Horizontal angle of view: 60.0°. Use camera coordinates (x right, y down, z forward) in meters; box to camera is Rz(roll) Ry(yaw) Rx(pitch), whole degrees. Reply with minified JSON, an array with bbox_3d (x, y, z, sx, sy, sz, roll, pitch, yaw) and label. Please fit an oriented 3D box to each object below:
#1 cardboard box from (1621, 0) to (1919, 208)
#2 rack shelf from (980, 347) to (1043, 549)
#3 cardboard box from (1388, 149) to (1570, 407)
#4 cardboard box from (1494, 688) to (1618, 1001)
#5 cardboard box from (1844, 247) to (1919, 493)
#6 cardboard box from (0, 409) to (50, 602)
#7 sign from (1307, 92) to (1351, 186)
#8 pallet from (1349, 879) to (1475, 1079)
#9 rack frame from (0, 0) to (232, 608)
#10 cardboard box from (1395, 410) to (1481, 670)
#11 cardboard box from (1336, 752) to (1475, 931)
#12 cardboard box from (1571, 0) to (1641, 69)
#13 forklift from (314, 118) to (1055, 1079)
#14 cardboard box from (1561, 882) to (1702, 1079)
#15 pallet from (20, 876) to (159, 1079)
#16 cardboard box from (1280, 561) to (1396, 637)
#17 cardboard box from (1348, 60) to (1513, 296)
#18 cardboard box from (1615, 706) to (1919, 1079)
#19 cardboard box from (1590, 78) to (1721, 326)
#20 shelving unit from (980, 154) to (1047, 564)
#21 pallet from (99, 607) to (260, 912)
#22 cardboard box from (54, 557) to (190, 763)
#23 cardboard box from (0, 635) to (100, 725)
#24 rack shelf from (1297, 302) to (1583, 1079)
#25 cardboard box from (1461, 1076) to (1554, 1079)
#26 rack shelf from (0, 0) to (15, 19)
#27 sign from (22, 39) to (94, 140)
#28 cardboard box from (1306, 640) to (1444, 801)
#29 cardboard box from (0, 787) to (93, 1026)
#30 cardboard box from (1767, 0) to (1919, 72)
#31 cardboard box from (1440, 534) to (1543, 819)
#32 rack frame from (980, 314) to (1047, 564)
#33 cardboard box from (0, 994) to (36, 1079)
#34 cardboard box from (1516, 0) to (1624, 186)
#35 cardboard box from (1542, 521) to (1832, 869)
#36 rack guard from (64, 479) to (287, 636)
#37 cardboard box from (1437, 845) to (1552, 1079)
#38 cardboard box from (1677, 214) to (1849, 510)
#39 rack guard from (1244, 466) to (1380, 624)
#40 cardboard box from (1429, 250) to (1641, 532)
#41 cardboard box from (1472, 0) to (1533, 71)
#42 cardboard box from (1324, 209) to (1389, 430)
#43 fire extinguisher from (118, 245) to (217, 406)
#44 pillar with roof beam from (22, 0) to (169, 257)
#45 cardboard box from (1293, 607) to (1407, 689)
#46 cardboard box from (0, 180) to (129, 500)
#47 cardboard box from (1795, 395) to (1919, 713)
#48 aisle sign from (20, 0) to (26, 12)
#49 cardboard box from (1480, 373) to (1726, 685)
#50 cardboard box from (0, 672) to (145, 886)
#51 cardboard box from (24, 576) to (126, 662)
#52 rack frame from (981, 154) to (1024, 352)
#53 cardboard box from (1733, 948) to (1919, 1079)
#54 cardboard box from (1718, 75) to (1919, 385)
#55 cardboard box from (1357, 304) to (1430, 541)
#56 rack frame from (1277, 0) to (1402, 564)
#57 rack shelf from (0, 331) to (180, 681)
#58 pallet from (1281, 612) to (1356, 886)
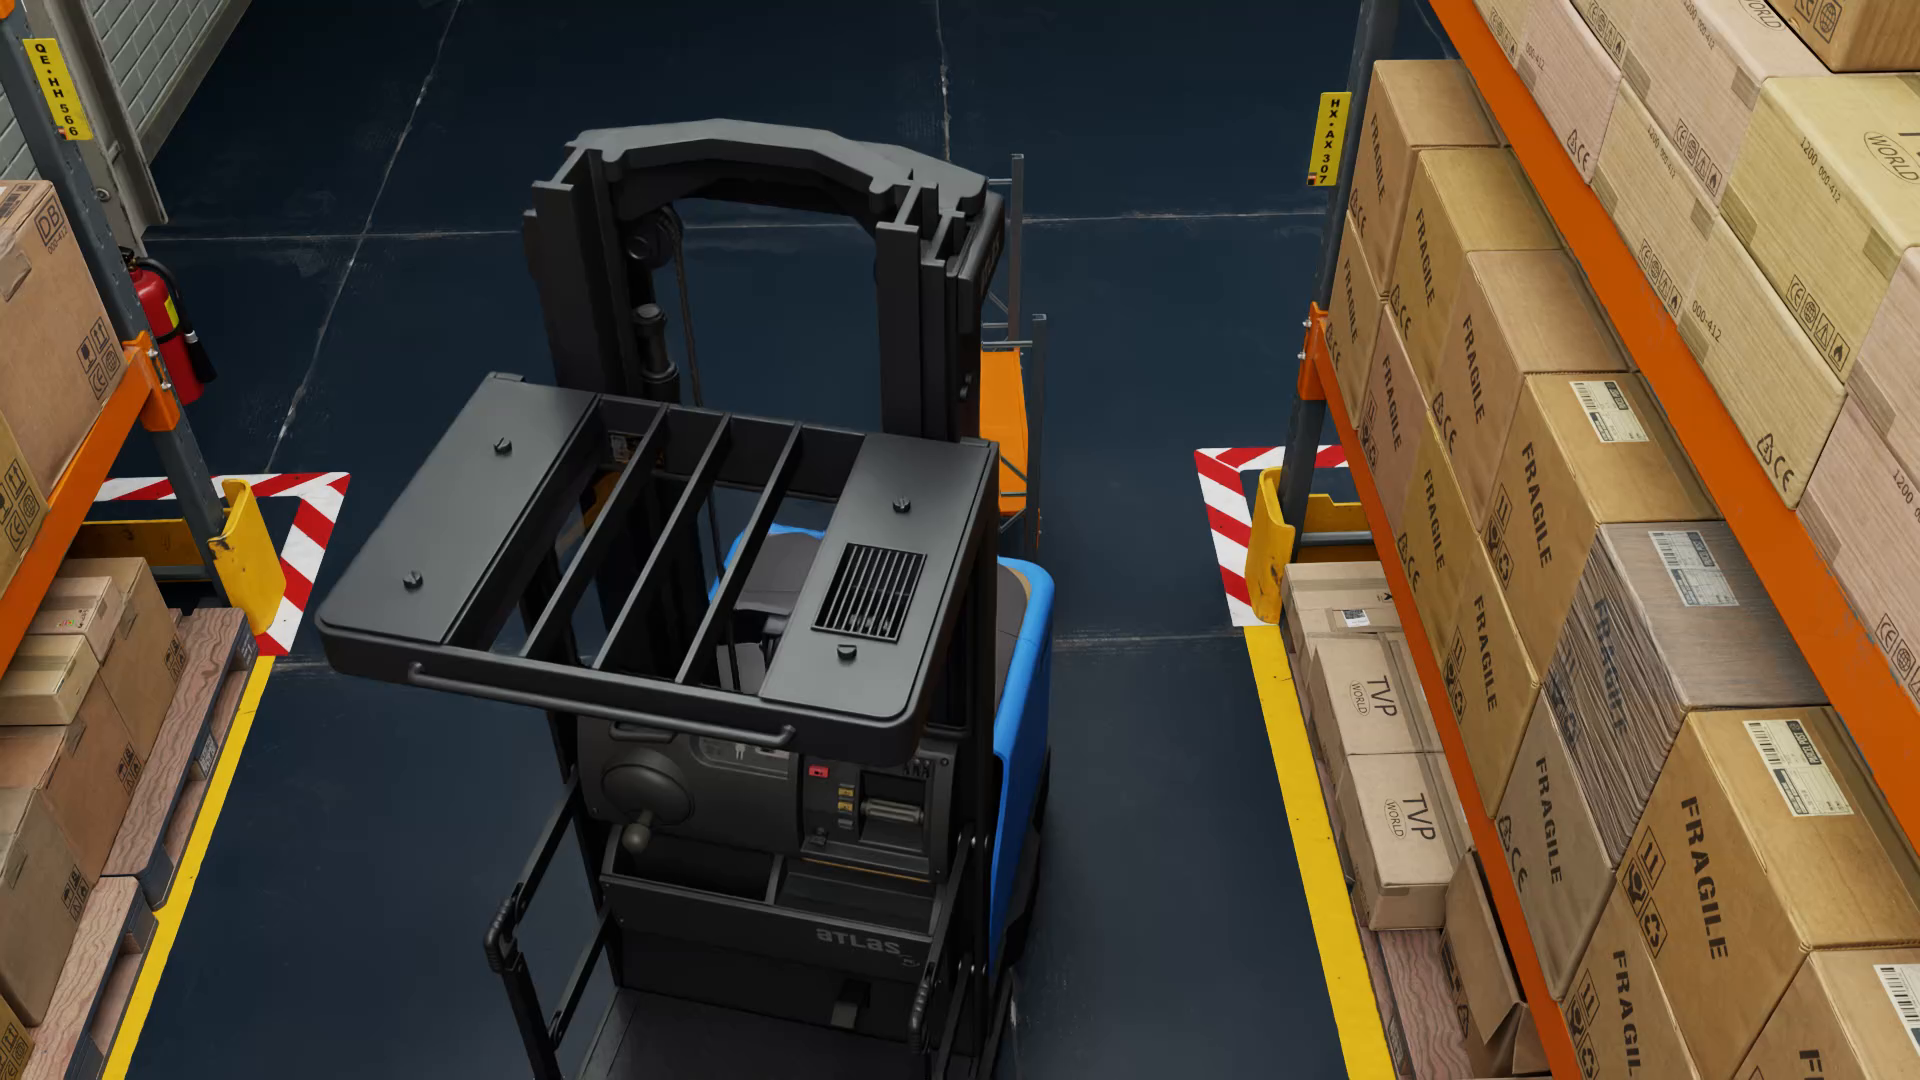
[{"bbox_3d":[1.535,-0.833,2.960,0.500,0.250,0.500,-2,43,-2],"label":"cardboard box"},{"bbox_3d":[0.004,-0.363,6.302,0.538,0.185,1.000,-2,43,-2],"label":"rack shelf"},{"bbox_3d":[1.500,-0.711,4.492,0.500,0.500,0.500,-1,43,-1],"label":"cardboard box"},{"bbox_3d":[1.560,0.674,3.721,0.500,0.500,0.500,-1,43,-1],"label":"cardboard box"},{"bbox_3d":[1.575,-0.158,2.223,0.500,0.250,0.500,-2,43,-2],"label":"cardboard box"},{"bbox_3d":[-3.161,-0.096,4.413,0.980,0.700,0.700,-2,43,-2],"label":"cardboard box"},{"bbox_3d":[1.173,-1.269,5.273,0.100,0.325,0.005,-2,43,-2],"label":"sign"},{"bbox_3d":[1.802,1.474,4.986,1.003,0.211,1.213,-2,43,-2],"label":"pallet"},{"bbox_3d":[-3.234,-0.820,5.425,1.000,3.000,0.127,-2,43,-2],"label":"rack frame"},{"bbox_3d":[1.516,-0.008,4.465,0.500,0.500,0.500,-2,43,-2],"label":"cardboard box"},{"bbox_3d":[1.497,0.937,5.218,0.500,0.250,0.500,-2,43,-2],"label":"cardboard box"},{"bbox_3d":[1.518,-1.171,3.328,0.500,0.250,0.500,-2,43,-2],"label":"cardboard box"},{"bbox_3d":[-0.516,0.686,3.833,1.130,2.935,3.031,9,43,9],"label":"forklift"},{"bbox_3d":[1.584,1.020,3.343,0.500,0.500,0.500,-1,43,-1],"label":"cardboard box"},{"bbox_3d":[-3.073,1.567,4.885,1.003,0.211,1.213,-2,43,-2],"label":"pallet"},{"bbox_3d":[1.389,0.216,6.079,0.380,0.149,0.250,-2,43,-2],"label":"cardboard box"},{"bbox_3d":[1.470,-1.063,4.876,0.500,0.500,0.500,0,43,0],"label":"cardboard box"},{"bbox_3d":[1.580,0.650,3.007,0.500,0.500,0.500,-2,43,-3],"label":"cardboard box"},{"bbox_3d":[1.541,-0.649,3.129,0.500,0.250,0.500,-2,43,-2],"label":"cardboard box"},{"bbox_3d":[0.003,-0.501,6.187,0.587,1.500,1.083,-2,43,-2],"label":"shelving unit"},{"bbox_3d":[-3.122,0.745,5.781,1.003,0.211,1.213,-2,43,-2],"label":"pallet"},{"bbox_3d":[-3.105,0.416,5.616,0.700,0.500,0.500,-2,43,-2],"label":"cardboard box"},{"bbox_3d":[-2.906,0.431,5.119,0.380,0.149,0.250,-1,43,-1],"label":"cardboard box"},{"bbox_3d":[1.800,0.650,4.353,1.077,0.370,4.000,-2,43,-2],"label":"rack shelf"},{"bbox_3d":[1.545,1.681,4.360,0.500,0.311,0.500,-2,43,-2],"label":"cardboard box"},{"bbox_3d":[-3.149,-0.311,3.182,1.077,0.370,4.000,-2,43,-2],"label":"rack shelf"},{"bbox_3d":[-2.692,-1.341,4.961,0.100,0.325,0.005,-2,43,-2],"label":"sign"},{"bbox_3d":[1.476,0.599,5.586,0.500,0.250,0.500,-2,43,-2],"label":"cardboard box"},{"bbox_3d":[-3.061,1.093,4.877,0.700,0.500,0.500,-3,43,-3],"label":"cardboard box"},{"bbox_3d":[1.746,-1.115,2.713,0.700,0.500,0.500,-2,43,-2],"label":"cardboard box"},{"bbox_3d":[1.535,0.330,4.096,0.500,0.500,0.500,-1,43,-1],"label":"cardboard box"},{"bbox_3d":[0.025,-0.152,5.806,0.500,1.500,0.032,-2,43,-2],"label":"rack frame"},{"bbox_3d":[-3.031,1.453,4.484,0.700,0.500,0.500,-1,43,-1],"label":"cardboard box"},{"bbox_3d":[1.514,-0.986,3.497,0.500,0.250,0.500,-2,43,-2],"label":"cardboard box"},{"bbox_3d":[1.559,0.310,3.378,0.500,0.500,0.500,-1,43,-1],"label":"cardboard box"},{"bbox_3d":[-3.235,0.085,6.288,1.175,0.500,0.348,-2,43,-2],"label":"rack guard"},{"bbox_3d":[1.800,1.225,4.715,0.797,0.503,0.637,-2,43,-2],"label":"cardboard box"},{"bbox_3d":[1.558,-0.311,2.761,0.500,0.250,0.500,-2,43,-2],"label":"cardboard box"},{"bbox_3d":[1.718,0.008,6.372,1.175,0.500,0.348,-2,43,-2],"label":"rack guard"},{"bbox_3d":[1.516,-0.373,4.123,0.500,0.500,0.500,-1,43,-1],"label":"cardboard box"},{"bbox_3d":[1.491,-1.324,3.865,0.500,0.250,0.500,-2,43,-2],"label":"cardboard box"},{"bbox_3d":[1.470,-0.695,5.214,0.500,0.500,0.500,-1,43,-1],"label":"cardboard box"},{"bbox_3d":[-2.780,-0.770,5.703,0.296,0.674,0.183,-2,43,-2],"label":"fire extinguisher"},{"bbox_3d":[0.088,-4.953,5.494,9.100,9.000,0.400,-2,43,-2],"label":"pillar with roof beam"},{"bbox_3d":[1.400,0.378,5.888,0.380,0.166,0.250,-2,43,-2],"label":"cardboard box"},{"bbox_3d":[-3.203,-0.587,4.949,0.980,0.700,0.700,0,43,0],"label":"cardboard box"},{"bbox_3d":[1.588,0.026,2.393,0.500,0.250,0.500,-2,43,-2],"label":"cardboard box"},{"bbox_3d":[-2.938,-1.836,4.609,0.394,0.787,0.004,-2,43,-2],"label":"aisle sign"},{"bbox_3d":[1.539,-0.030,3.749,0.500,0.500,0.500,-2,43,-2],"label":"cardboard box"},{"bbox_3d":[-3.083,0.754,5.247,0.700,0.500,0.500,-2,43,-2],"label":"cardboard box"},{"bbox_3d":[-2.917,0.258,5.307,0.380,0.149,0.250,-2,43,-2],"label":"cardboard box"},{"bbox_3d":[-0.018,-0.838,6.555,0.500,1.500,0.032,-2,43,-2],"label":"rack frame"},{"bbox_3d":[1.605,0.996,2.630,0.500,0.500,0.500,-1,43,-2],"label":"cardboard box"},{"bbox_3d":[1.556,-0.495,2.592,0.500,0.250,0.500,-2,43,-2],"label":"cardboard box"},{"bbox_3d":[1.497,-0.347,4.834,0.500,0.500,0.500,-2,43,-2],"label":"cardboard box"},{"bbox_3d":[1.715,-0.965,5.583,1.000,3.000,0.127,-2,43,-2],"label":"rack frame"},{"bbox_3d":[-3.149,0.795,4.195,1.077,0.370,4.000,-2,43,-2],"label":"rack shelf"},{"bbox_3d":[1.753,0.652,5.882,1.003,0.211,1.213,-2,43,-2],"label":"pallet"}]
